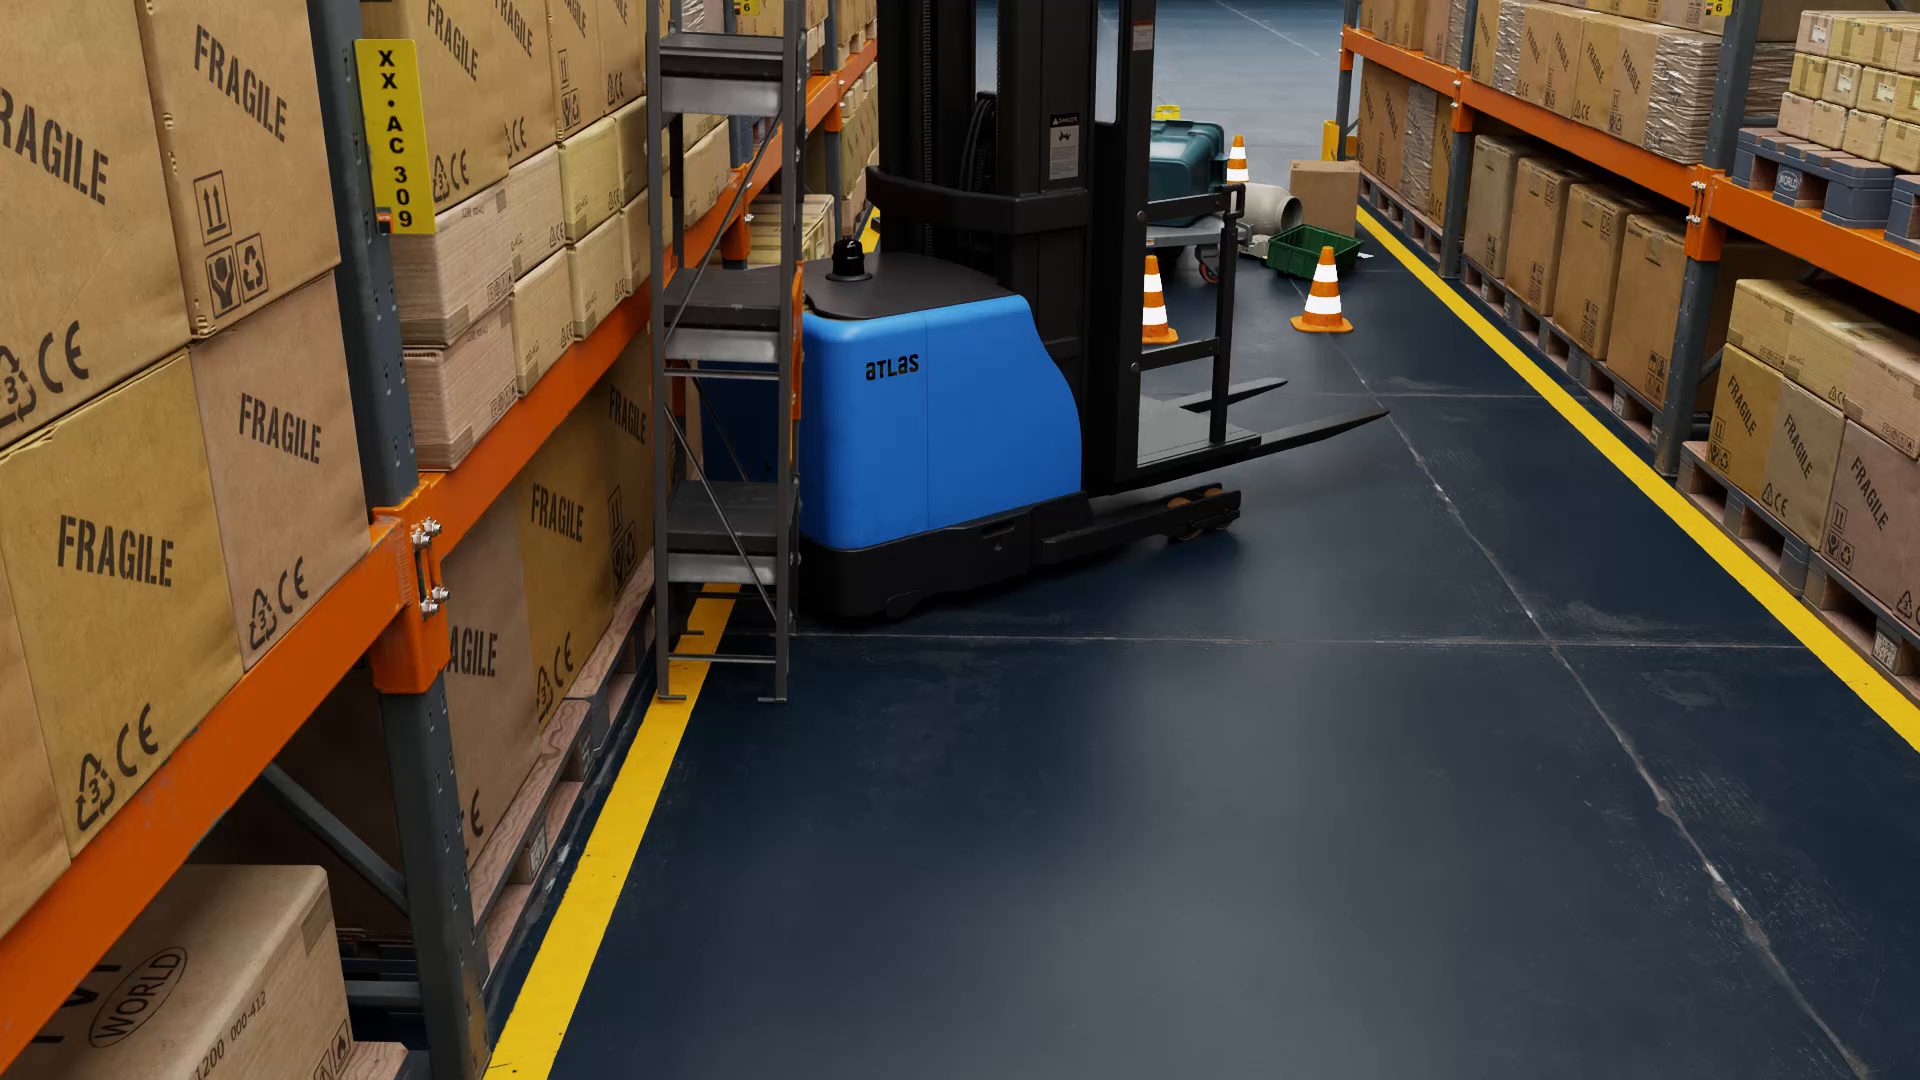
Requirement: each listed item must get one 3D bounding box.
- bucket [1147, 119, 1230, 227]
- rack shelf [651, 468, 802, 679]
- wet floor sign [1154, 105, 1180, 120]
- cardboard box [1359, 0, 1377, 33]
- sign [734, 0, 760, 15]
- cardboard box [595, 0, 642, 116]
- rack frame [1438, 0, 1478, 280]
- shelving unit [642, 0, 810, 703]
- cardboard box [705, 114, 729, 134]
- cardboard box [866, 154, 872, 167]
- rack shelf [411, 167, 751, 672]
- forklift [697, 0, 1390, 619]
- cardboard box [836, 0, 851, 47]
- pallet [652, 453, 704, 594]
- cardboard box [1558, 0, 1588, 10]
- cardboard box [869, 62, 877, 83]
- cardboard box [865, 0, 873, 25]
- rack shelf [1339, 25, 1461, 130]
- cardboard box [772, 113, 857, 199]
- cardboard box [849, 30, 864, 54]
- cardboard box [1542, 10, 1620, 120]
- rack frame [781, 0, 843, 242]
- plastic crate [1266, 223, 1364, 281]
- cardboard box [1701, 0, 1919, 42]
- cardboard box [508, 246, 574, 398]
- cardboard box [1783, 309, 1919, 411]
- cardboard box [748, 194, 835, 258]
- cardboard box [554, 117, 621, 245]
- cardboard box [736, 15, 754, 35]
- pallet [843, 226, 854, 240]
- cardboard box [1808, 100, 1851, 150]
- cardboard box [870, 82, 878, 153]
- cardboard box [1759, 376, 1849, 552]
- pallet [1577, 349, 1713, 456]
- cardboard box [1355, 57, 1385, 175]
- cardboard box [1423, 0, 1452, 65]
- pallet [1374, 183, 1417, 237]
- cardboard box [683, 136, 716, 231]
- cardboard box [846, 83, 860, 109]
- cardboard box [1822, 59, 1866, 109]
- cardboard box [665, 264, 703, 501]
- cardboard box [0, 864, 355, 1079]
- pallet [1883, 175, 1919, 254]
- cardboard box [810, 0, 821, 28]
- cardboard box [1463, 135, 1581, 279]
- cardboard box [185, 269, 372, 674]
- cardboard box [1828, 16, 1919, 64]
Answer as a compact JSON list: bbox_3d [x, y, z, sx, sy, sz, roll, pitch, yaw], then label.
[{"bbox_3d":[1.374,-2.385,10.952,0.726,0.611,0.620,8,33,20],"label":"bucket"},{"bbox_3d":[-0.735,0.100,5.309,0.431,0.518,0.480,2,21,-3],"label":"rack shelf"},{"bbox_3d":[1.817,-3.508,14.679,0.267,0.644,0.232,-3,21,-8],"label":"wet floor sign"},{"bbox_3d":[3.830,-4.509,13.796,0.875,0.550,0.550,1,21,2],"label":"cardboard box"},{"bbox_3d":[-0.844,-2.234,6.539,0.100,0.325,0.005,1,21,2],"label":"sign"},{"bbox_3d":[-1.205,-1.474,4.661,0.500,0.500,0.500,0,21,1],"label":"cardboard box"},{"bbox_3d":[3.674,-3.127,10.442,1.000,3.000,0.127,1,21,2],"label":"rack frame"},{"bbox_3d":[-0.699,-0.565,5.051,0.431,2.100,0.503,2,21,-3],"label":"shelving unit"},{"bbox_3d":[-1.159,-1.684,6.239,0.500,0.250,0.500,1,21,1],"label":"cardboard box"},{"bbox_3d":[-0.945,-2.834,12.906,0.500,0.250,0.500,0,21,0],"label":"cardboard box"},{"bbox_3d":[-1.459,-0.641,5.028,1.077,0.370,4.000,1,21,2],"label":"rack shelf"},{"bbox_3d":[0.502,-1.502,6.348,3.031,2.935,1.130,-15,26,-34],"label":"forklift"},{"bbox_3d":[-0.985,-3.487,10.819,0.500,0.500,0.500,1,21,1],"label":"cardboard box"},{"bbox_3d":[-1.498,-0.115,6.533,1.003,0.211,1.213,1,21,2],"label":"pallet"},{"bbox_3d":[3.635,-3.092,8.830,0.700,0.500,0.500,1,21,2],"label":"cardboard box"},{"bbox_3d":[-0.863,-3.732,13.287,0.380,0.149,0.250,1,21,3],"label":"cardboard box"},{"bbox_3d":[-0.935,-4.216,12.698,0.500,0.500,0.500,1,21,1],"label":"cardboard box"},{"bbox_3d":[3.735,-3.515,12.436,1.077,0.370,4.000,1,21,2],"label":"rack shelf"},{"bbox_3d":[-0.989,-2.619,11.317,0.500,0.500,0.500,2,21,4],"label":"cardboard box"},{"bbox_3d":[-0.898,-3.601,12.010,0.380,0.149,0.250,1,21,2],"label":"cardboard box"},{"bbox_3d":[3.341,-2.440,8.533,0.500,0.500,0.500,1,21,2],"label":"cardboard box"},{"bbox_3d":[-1.277,-3.145,10.489,1.000,3.000,0.127,1,21,2],"label":"rack frame"},{"bbox_3d":[2.370,-1.921,11.140,0.450,0.188,0.662,23,29,25],"label":"plastic crate"},{"bbox_3d":[3.576,-2.356,6.934,0.700,0.500,0.500,1,21,1],"label":"cardboard box"},{"bbox_3d":[-1.229,-0.526,3.946,0.500,0.250,0.500,0,21,0],"label":"cardboard box"},{"bbox_3d":[3.274,-0.631,5.847,0.500,0.250,0.500,0,21,1],"label":"cardboard box"},{"bbox_3d":[-1.290,-1.926,10.399,0.950,0.372,0.625,1,21,2],"label":"cardboard box"},{"bbox_3d":[-1.195,-0.943,4.329,0.500,0.250,0.500,1,21,2],"label":"cardboard box"},{"bbox_3d":[-1.154,-2.240,7.026,0.500,0.500,0.500,0,21,0],"label":"cardboard box"},{"bbox_3d":[-1.292,-2.089,11.620,1.003,0.211,1.213,1,21,2],"label":"pallet"},{"bbox_3d":[3.329,-1.503,6.023,0.380,0.149,0.250,2,21,4],"label":"cardboard box"},{"bbox_3d":[-0.931,-3.374,13.261,0.500,0.500,0.500,1,21,4],"label":"cardboard box"},{"bbox_3d":[3.264,-0.277,5.971,0.500,0.500,0.500,1,21,2],"label":"cardboard box"},{"bbox_3d":[3.652,-0.665,7.952,1.003,0.211,1.213,1,21,2],"label":"pallet"},{"bbox_3d":[3.841,-3.533,13.844,0.875,0.875,0.875,1,21,2],"label":"cardboard box"},{"bbox_3d":[3.667,-3.530,11.273,0.875,0.550,0.550,1,21,2],"label":"cardboard box"},{"bbox_3d":[3.810,-2.544,12.793,1.003,0.211,1.213,1,21,2],"label":"pallet"},{"bbox_3d":[-1.154,-1.259,5.833,0.500,0.250,0.500,1,21,3],"label":"cardboard box"},{"bbox_3d":[-0.911,-3.152,11.793,0.380,0.149,0.250,1,21,4],"label":"cardboard box"},{"bbox_3d":[3.331,-1.628,5.933,0.380,0.149,0.250,2,21,4],"label":"cardboard box"},{"bbox_3d":[-1.503,-0.655,6.428,0.875,0.875,0.875,0,21,1],"label":"cardboard box"},{"bbox_3d":[-1.647,0.972,2.839,0.875,0.438,0.875,0,21,1],"label":"cardboard box"},{"bbox_3d":[3.533,-0.876,4.904,1.003,0.211,1.213,1,21,2],"label":"pallet"},{"bbox_3d":[-1.075,-3.178,9.442,0.500,0.500,0.500,1,21,2],"label":"cardboard box"},{"bbox_3d":[3.745,-2.049,10.192,1.050,0.750,0.750,1,21,1],"label":"cardboard box"},{"bbox_3d":[-1.279,-0.129,2.576,0.500,0.500,0.500,1,21,2],"label":"cardboard box"},{"bbox_3d":[3.339,-1.775,5.901,0.380,0.149,0.250,0,21,0],"label":"cardboard box"}]
